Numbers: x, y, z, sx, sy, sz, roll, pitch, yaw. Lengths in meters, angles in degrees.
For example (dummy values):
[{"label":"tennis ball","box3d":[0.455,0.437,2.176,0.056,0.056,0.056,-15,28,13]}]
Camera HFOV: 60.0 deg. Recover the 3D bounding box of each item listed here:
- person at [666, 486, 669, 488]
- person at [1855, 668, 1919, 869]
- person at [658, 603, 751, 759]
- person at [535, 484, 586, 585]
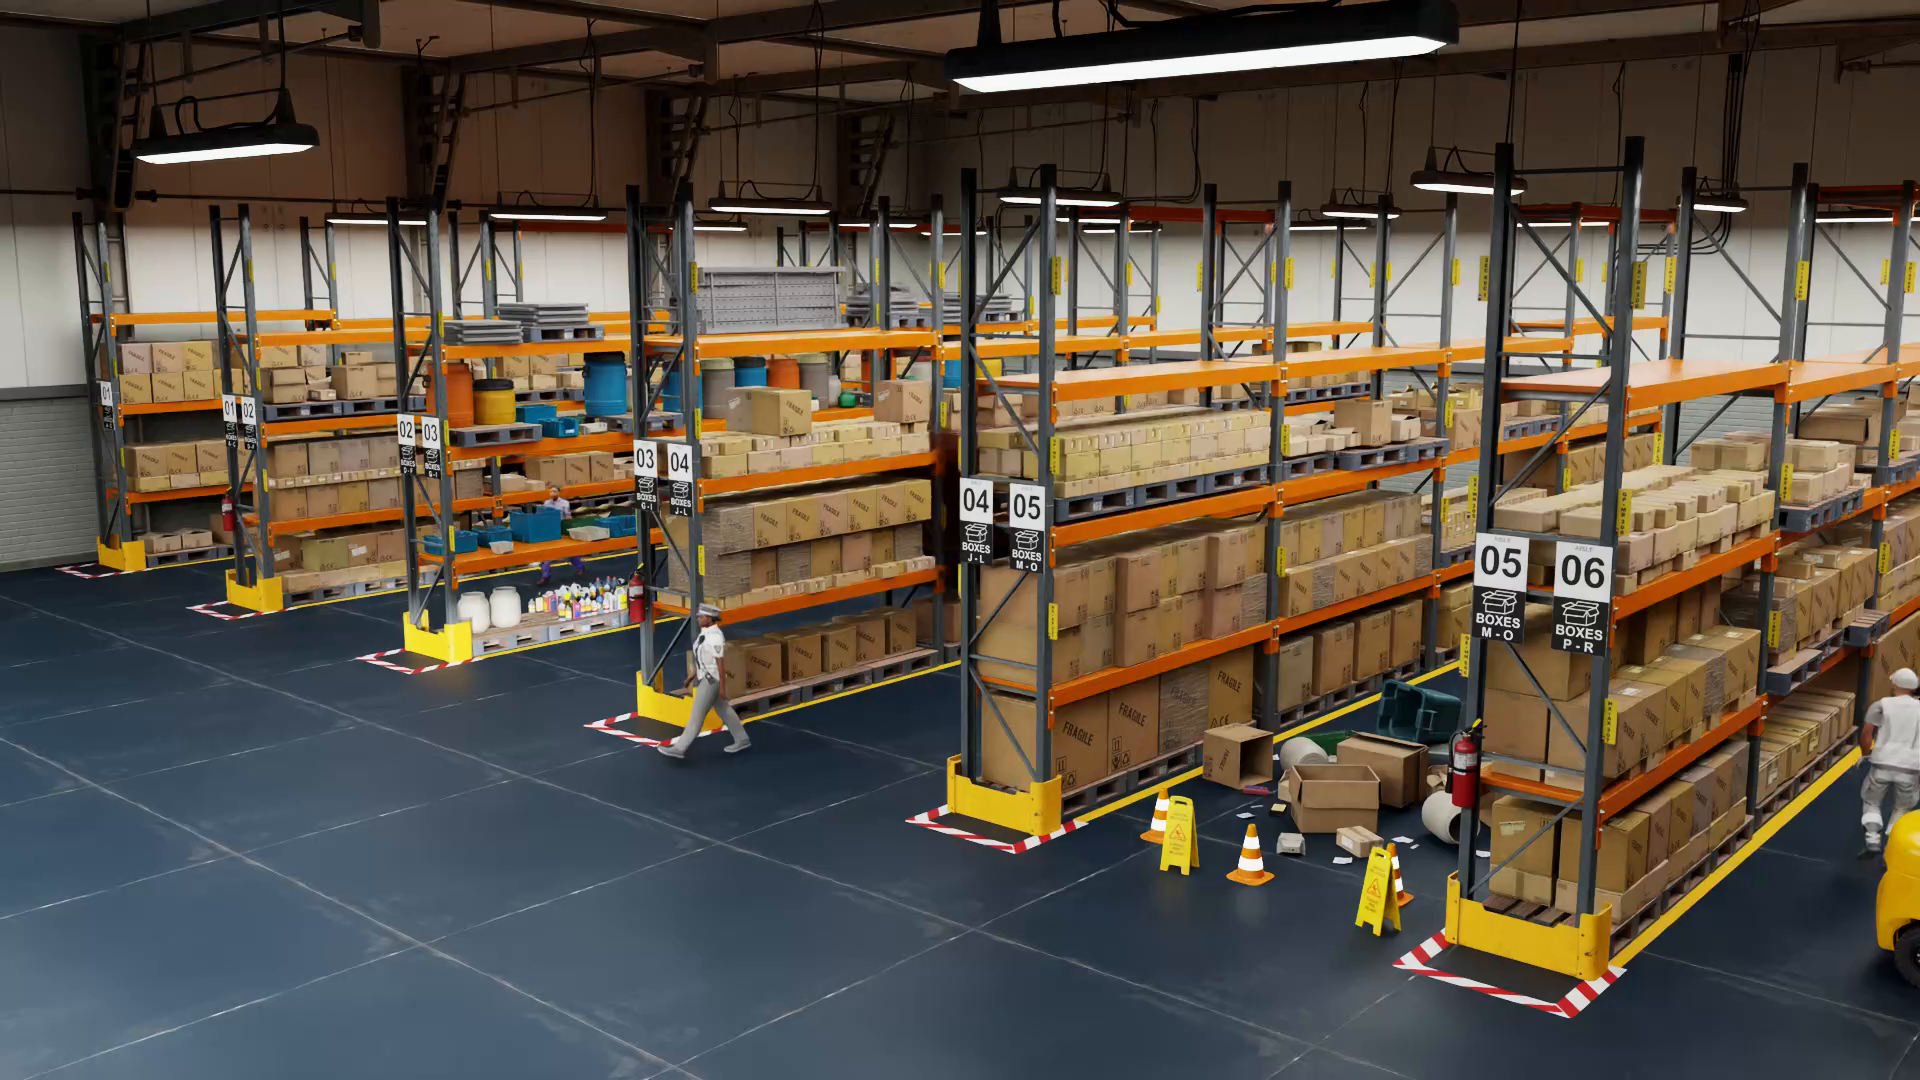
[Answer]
[{"label":"person","box3d":[-6.420,-1.463,34.953,0.567,1.616,1.002,6,11,32]},{"label":"person","box3d":[8.072,1.976,14.359,0.611,1.686,0.784,6,11,32]},{"label":"person","box3d":[-2.696,1.464,17.455,0.982,1.633,0.502,-2,10,-11]},{"label":"person","box3d":[-6.517,-0.108,26.998,0.573,1.583,0.961,4,10,25]}]
